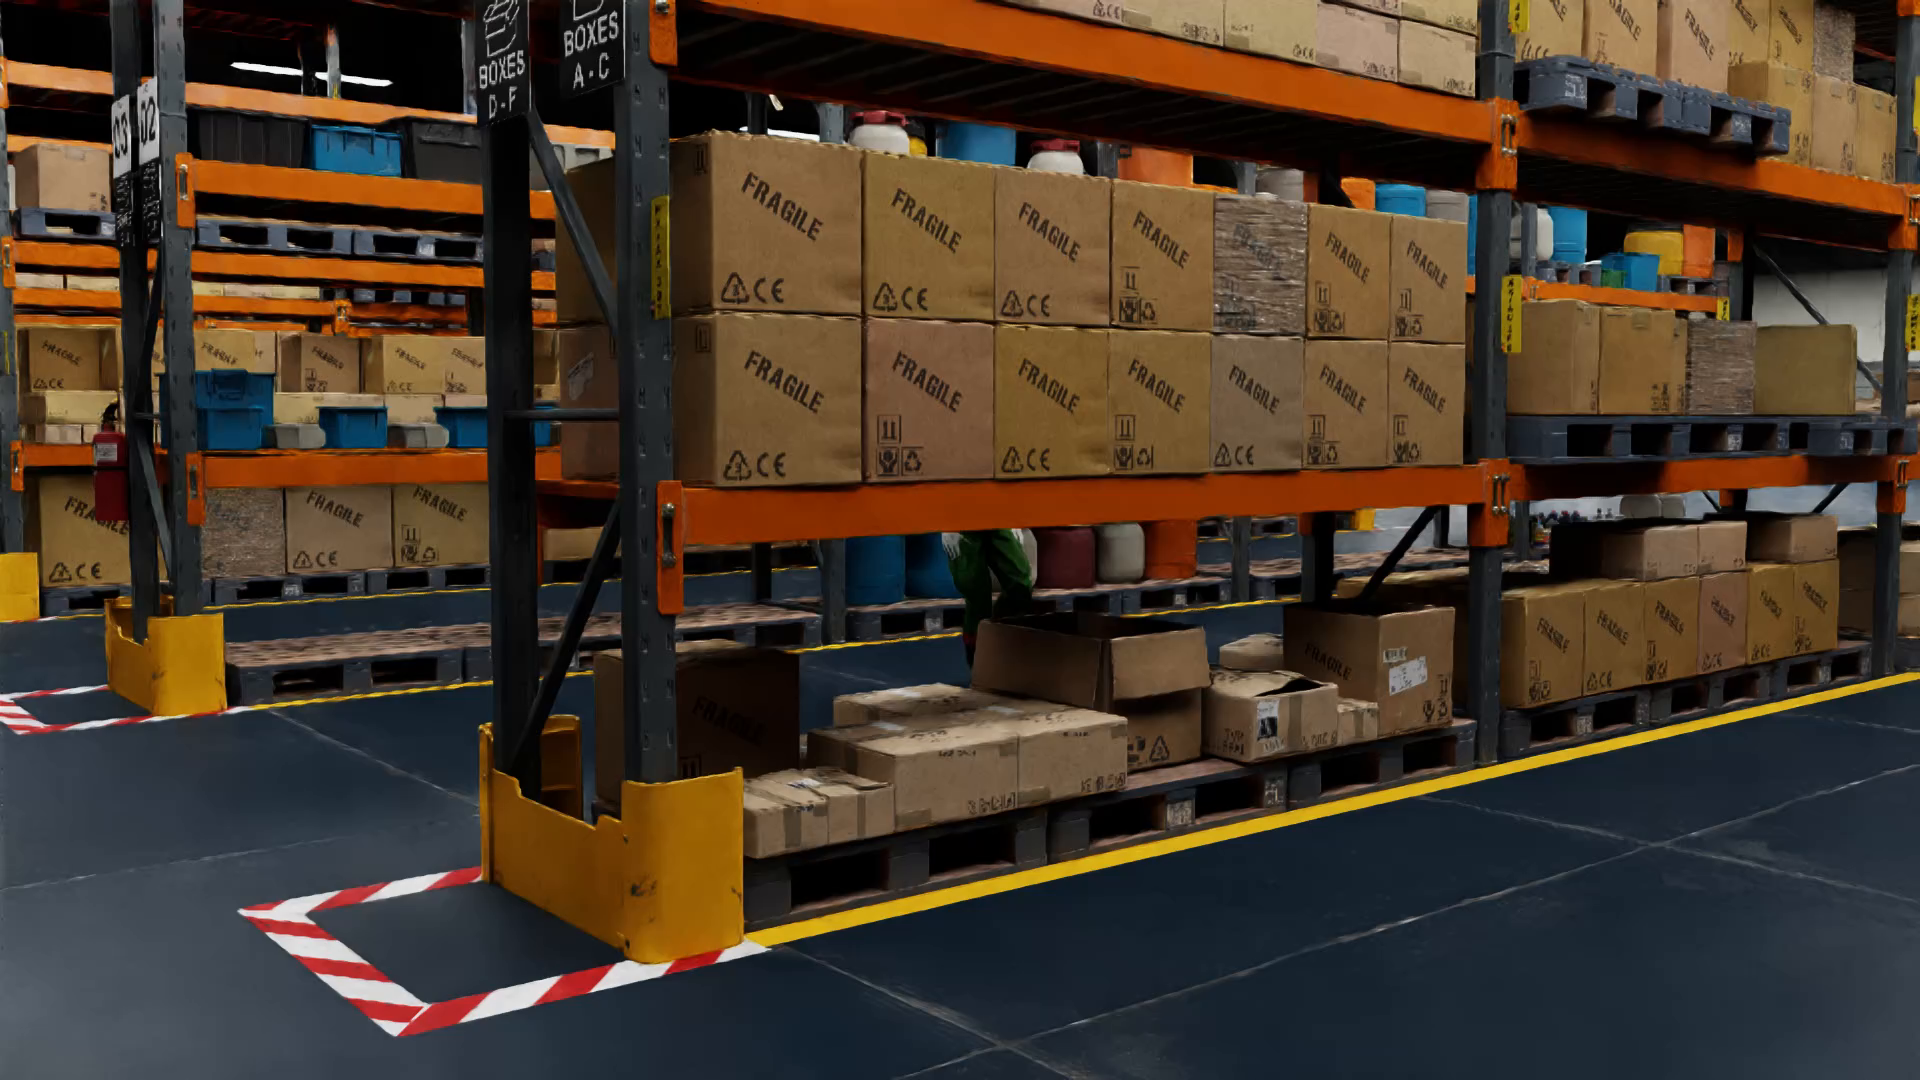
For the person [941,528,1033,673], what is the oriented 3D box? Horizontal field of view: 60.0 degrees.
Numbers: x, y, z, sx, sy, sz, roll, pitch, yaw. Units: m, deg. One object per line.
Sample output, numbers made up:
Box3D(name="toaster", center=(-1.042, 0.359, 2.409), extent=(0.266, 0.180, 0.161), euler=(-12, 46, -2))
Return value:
Box3D(name="person", center=(0.119, -0.052, 9.132), extent=(0.700, 1.767, 0.472), euler=(-3, 5, -36))
